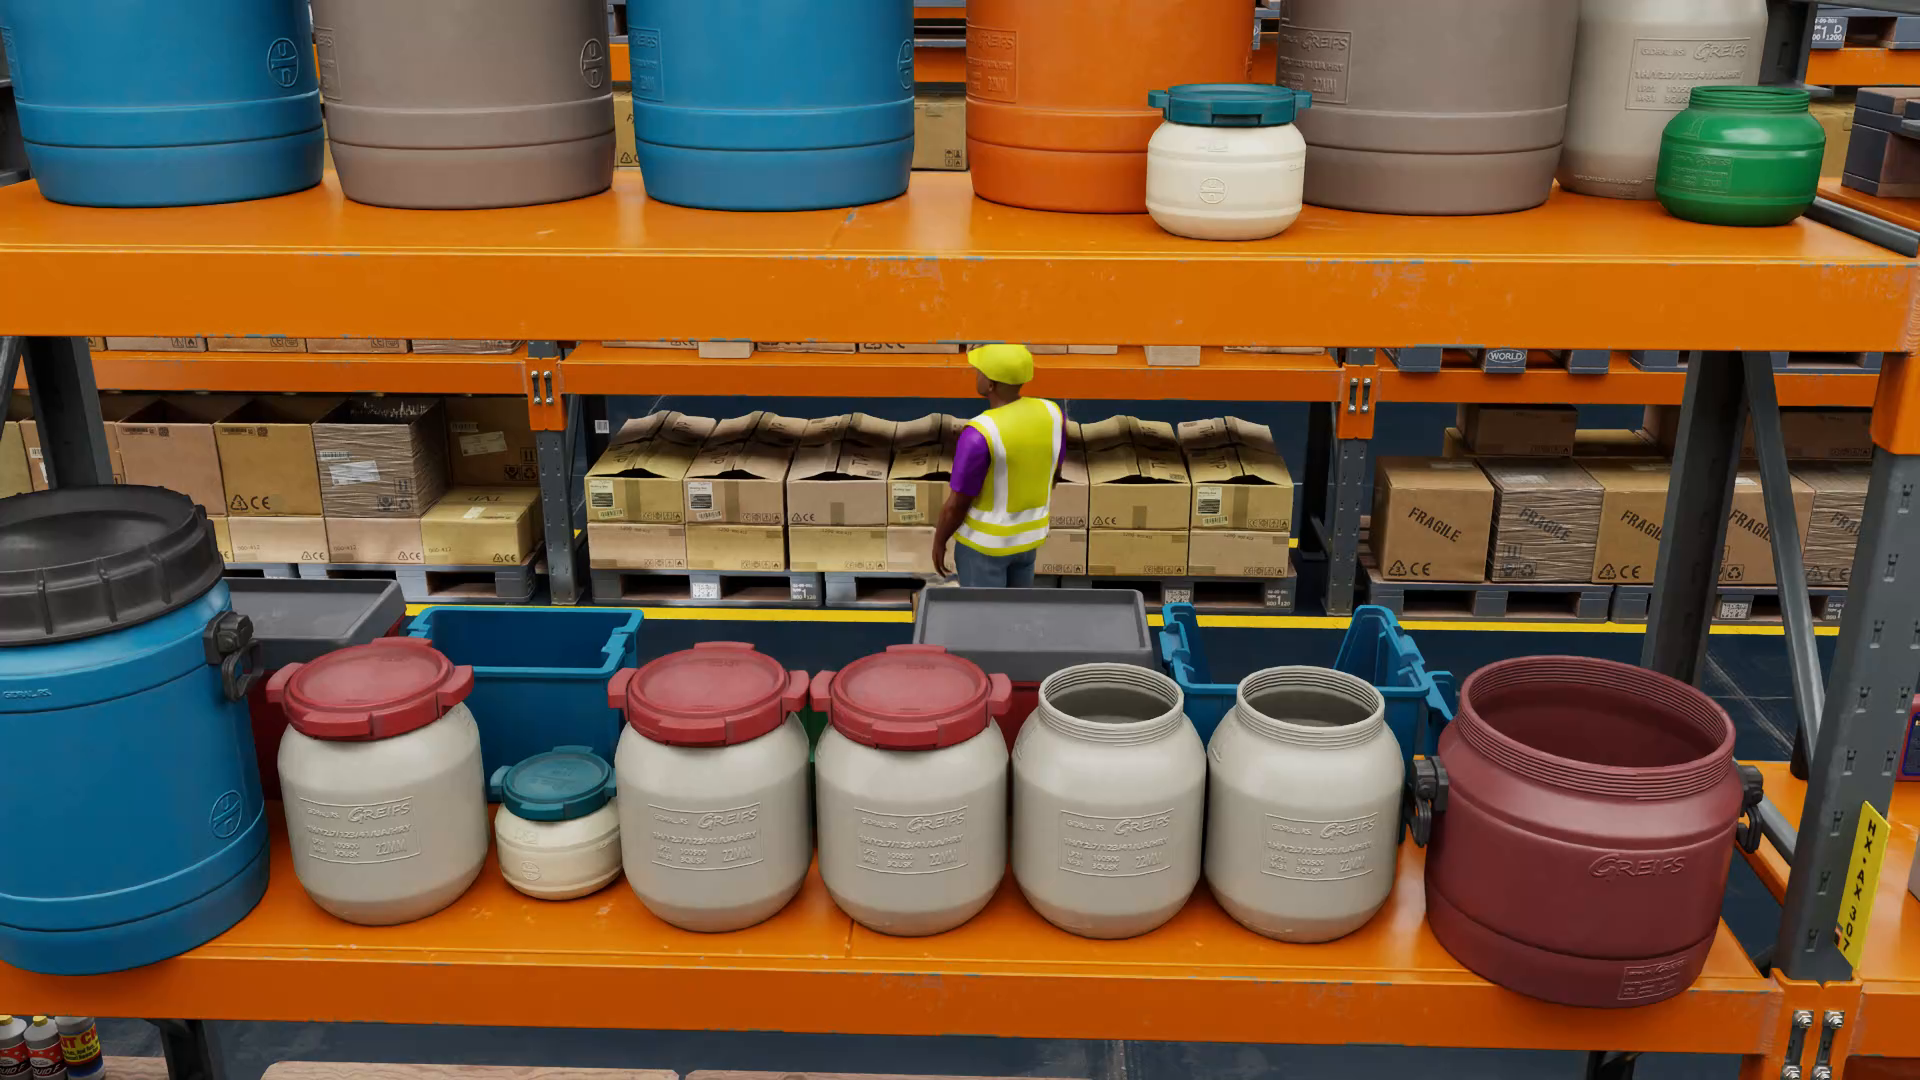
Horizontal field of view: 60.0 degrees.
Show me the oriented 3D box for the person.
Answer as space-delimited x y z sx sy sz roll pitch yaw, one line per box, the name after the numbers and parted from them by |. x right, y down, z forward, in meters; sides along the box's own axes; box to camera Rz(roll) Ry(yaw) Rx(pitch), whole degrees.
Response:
0.120 -0.035 7.112 0.665 1.768 0.575 -17 26 -37 | person
